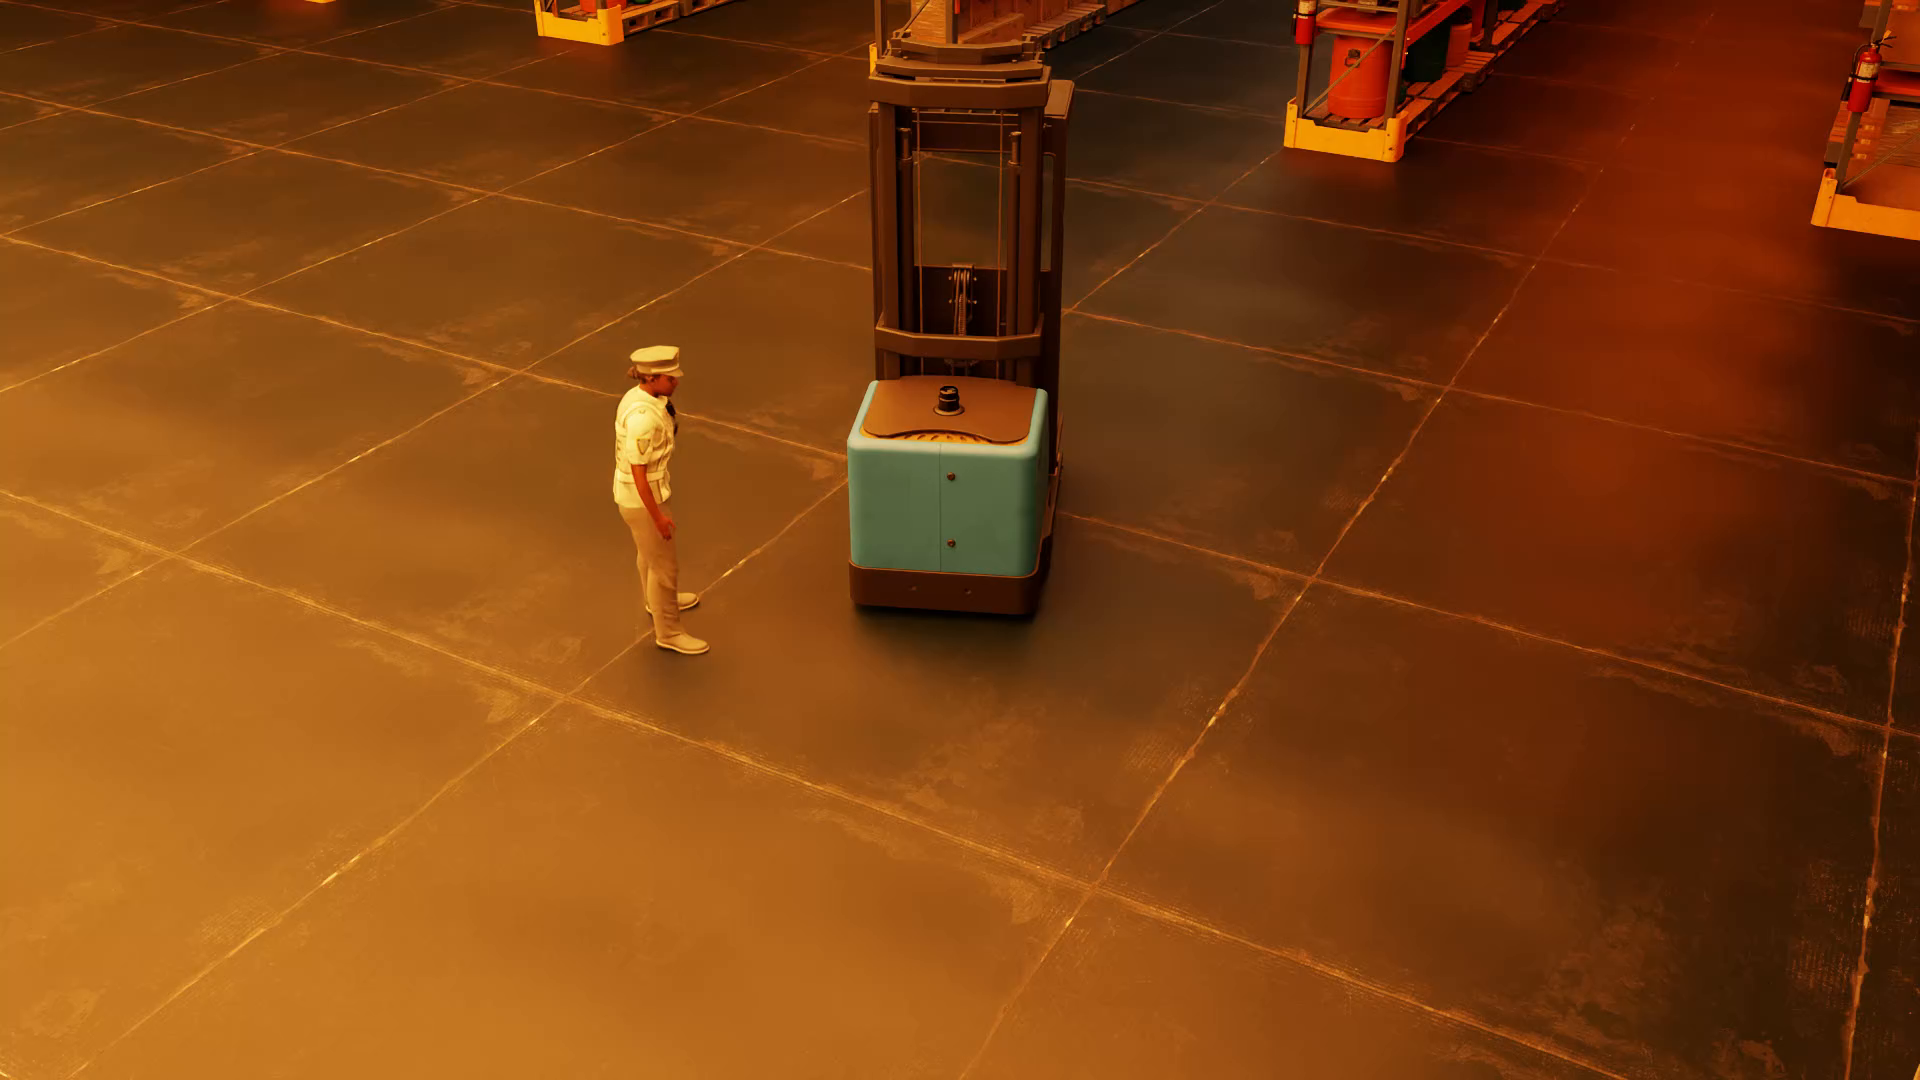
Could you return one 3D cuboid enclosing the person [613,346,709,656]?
[{"bbox_3d":[-1.603,-0.227,8.742,0.423,1.667,0.591,-5,30,-8],"label":"person"}]

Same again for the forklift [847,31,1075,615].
[{"bbox_3d":[0.072,-1.572,9.794,1.130,2.935,3.031,3,30,6],"label":"forklift"}]
